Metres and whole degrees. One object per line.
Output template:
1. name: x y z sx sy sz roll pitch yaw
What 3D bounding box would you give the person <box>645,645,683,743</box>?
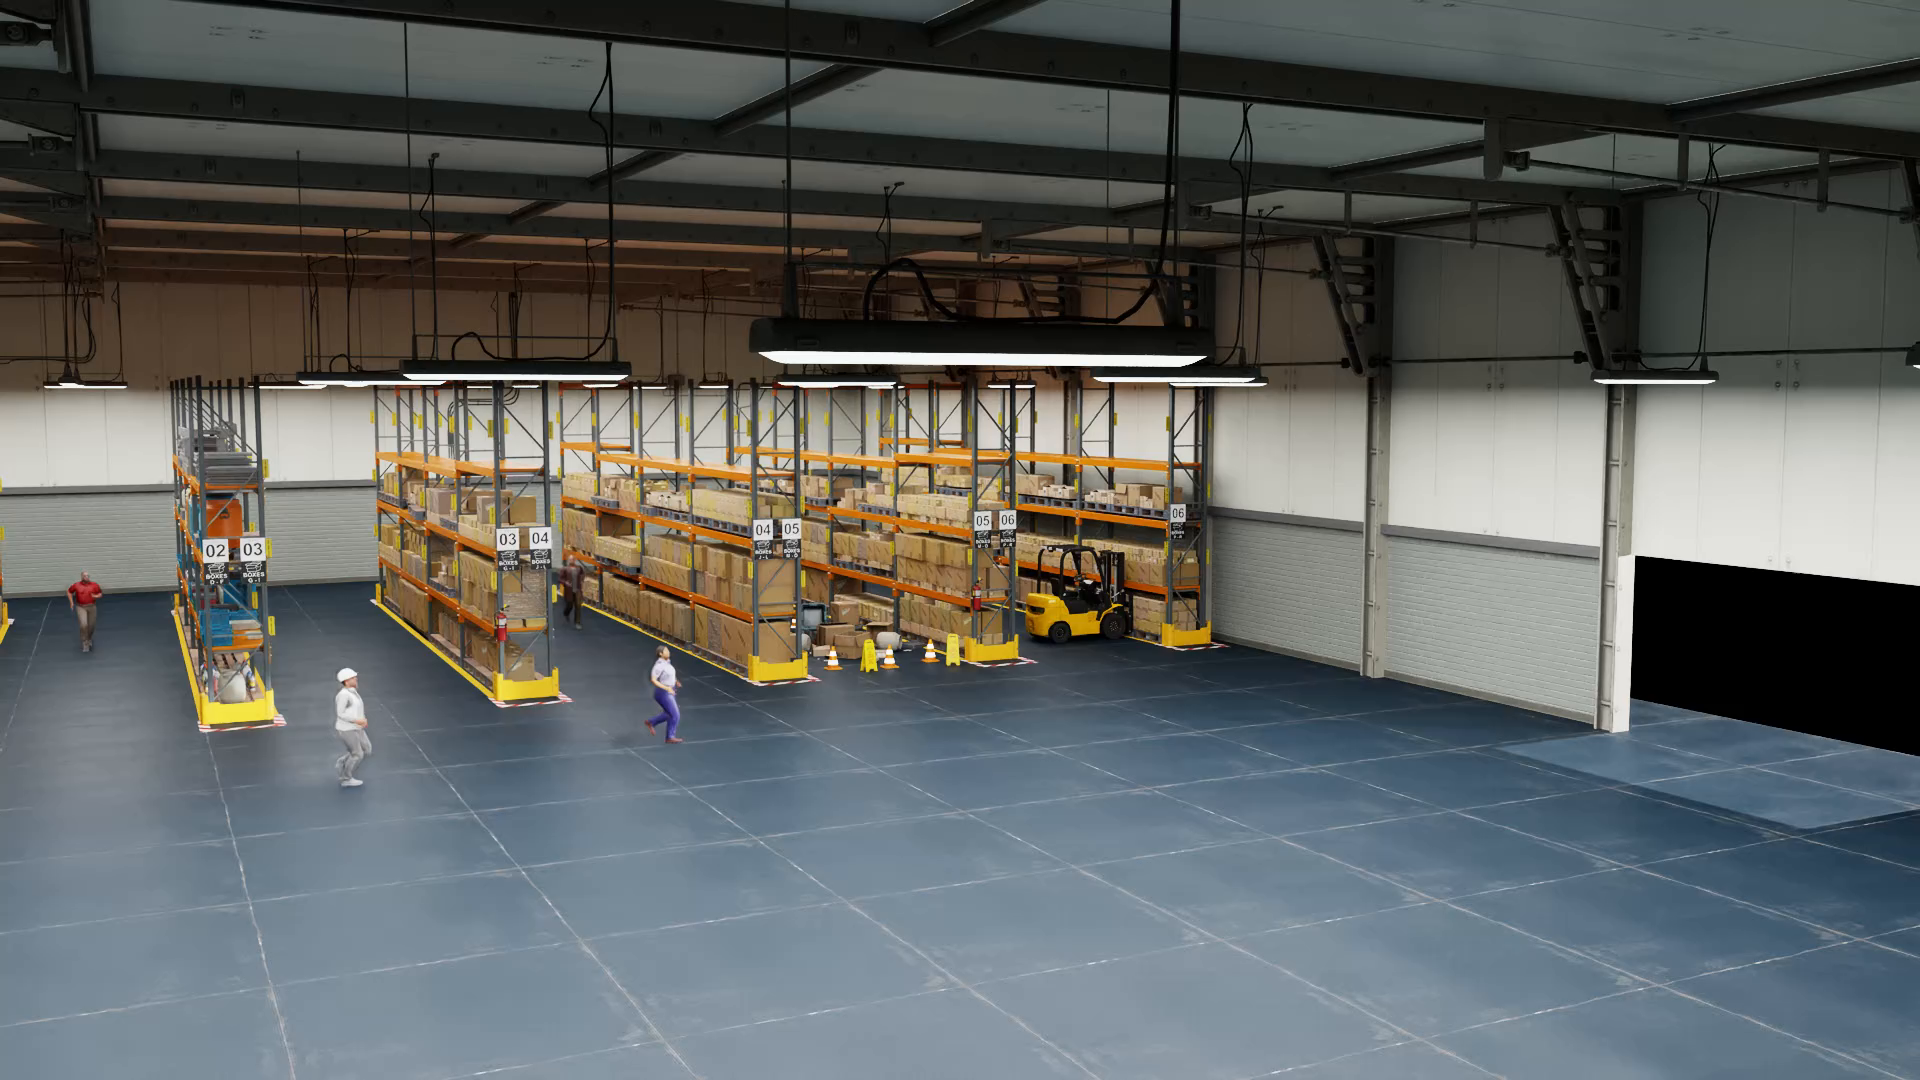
1. person: -4.853 2.512 27.152 0.651 1.598 0.611 0 5 4

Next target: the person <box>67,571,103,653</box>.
1. person: -19.392 1.579 36.914 0.640 1.788 0.837 -4 7 -41

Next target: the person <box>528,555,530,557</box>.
1. person: -12.488 0.680 46.621 0.759 1.714 1.039 2 6 22

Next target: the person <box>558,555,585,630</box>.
1. person: -9.412 1.255 40.389 0.710 1.784 1.005 -3 6 -29

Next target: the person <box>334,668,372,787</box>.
1. person: -8.821 2.714 24.119 0.576 1.725 0.638 -1 5 -6
